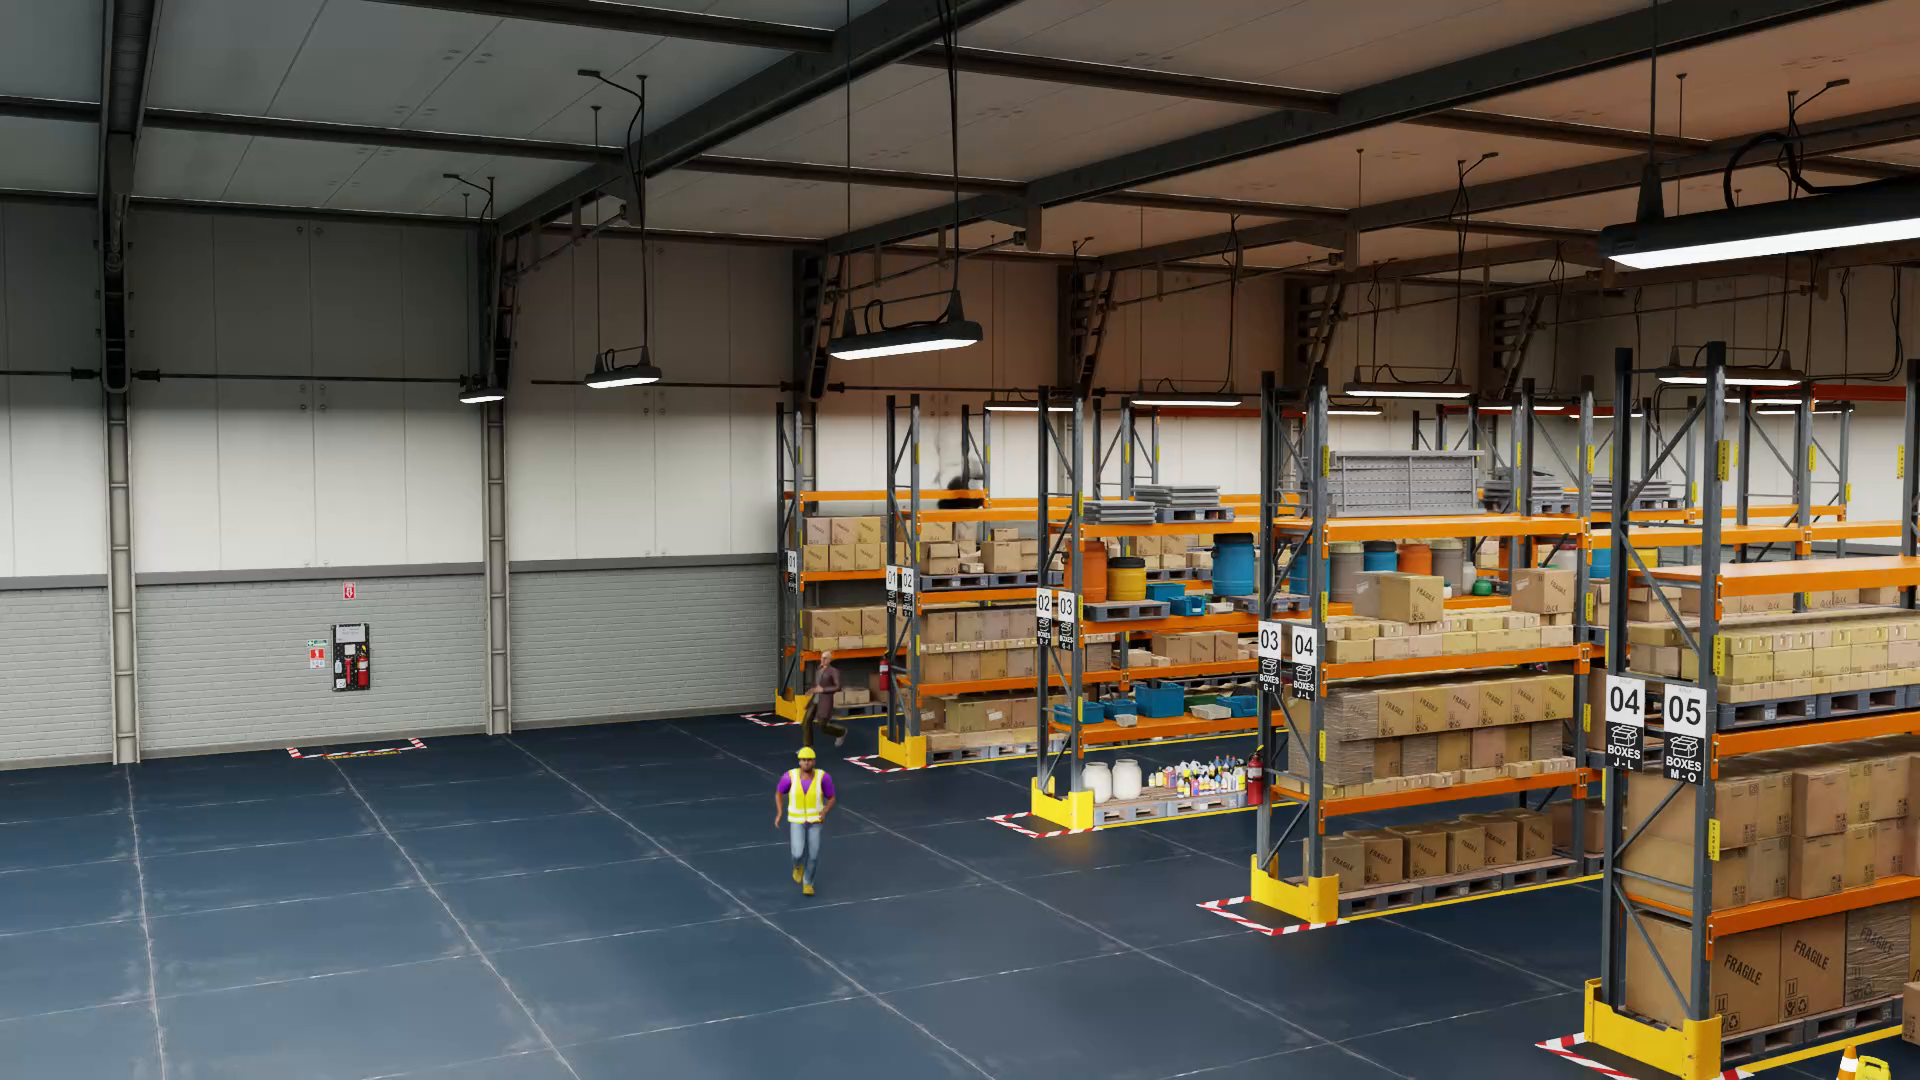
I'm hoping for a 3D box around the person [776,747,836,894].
[{"bbox_3d":[-1.770,3.225,19.098,0.695,1.712,0.620,0,3,-4],"label":"person"}]

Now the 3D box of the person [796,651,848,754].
[{"bbox_3d":[-2.272,2.741,28.048,0.879,1.738,0.739,-3,4,-43],"label":"person"}]
